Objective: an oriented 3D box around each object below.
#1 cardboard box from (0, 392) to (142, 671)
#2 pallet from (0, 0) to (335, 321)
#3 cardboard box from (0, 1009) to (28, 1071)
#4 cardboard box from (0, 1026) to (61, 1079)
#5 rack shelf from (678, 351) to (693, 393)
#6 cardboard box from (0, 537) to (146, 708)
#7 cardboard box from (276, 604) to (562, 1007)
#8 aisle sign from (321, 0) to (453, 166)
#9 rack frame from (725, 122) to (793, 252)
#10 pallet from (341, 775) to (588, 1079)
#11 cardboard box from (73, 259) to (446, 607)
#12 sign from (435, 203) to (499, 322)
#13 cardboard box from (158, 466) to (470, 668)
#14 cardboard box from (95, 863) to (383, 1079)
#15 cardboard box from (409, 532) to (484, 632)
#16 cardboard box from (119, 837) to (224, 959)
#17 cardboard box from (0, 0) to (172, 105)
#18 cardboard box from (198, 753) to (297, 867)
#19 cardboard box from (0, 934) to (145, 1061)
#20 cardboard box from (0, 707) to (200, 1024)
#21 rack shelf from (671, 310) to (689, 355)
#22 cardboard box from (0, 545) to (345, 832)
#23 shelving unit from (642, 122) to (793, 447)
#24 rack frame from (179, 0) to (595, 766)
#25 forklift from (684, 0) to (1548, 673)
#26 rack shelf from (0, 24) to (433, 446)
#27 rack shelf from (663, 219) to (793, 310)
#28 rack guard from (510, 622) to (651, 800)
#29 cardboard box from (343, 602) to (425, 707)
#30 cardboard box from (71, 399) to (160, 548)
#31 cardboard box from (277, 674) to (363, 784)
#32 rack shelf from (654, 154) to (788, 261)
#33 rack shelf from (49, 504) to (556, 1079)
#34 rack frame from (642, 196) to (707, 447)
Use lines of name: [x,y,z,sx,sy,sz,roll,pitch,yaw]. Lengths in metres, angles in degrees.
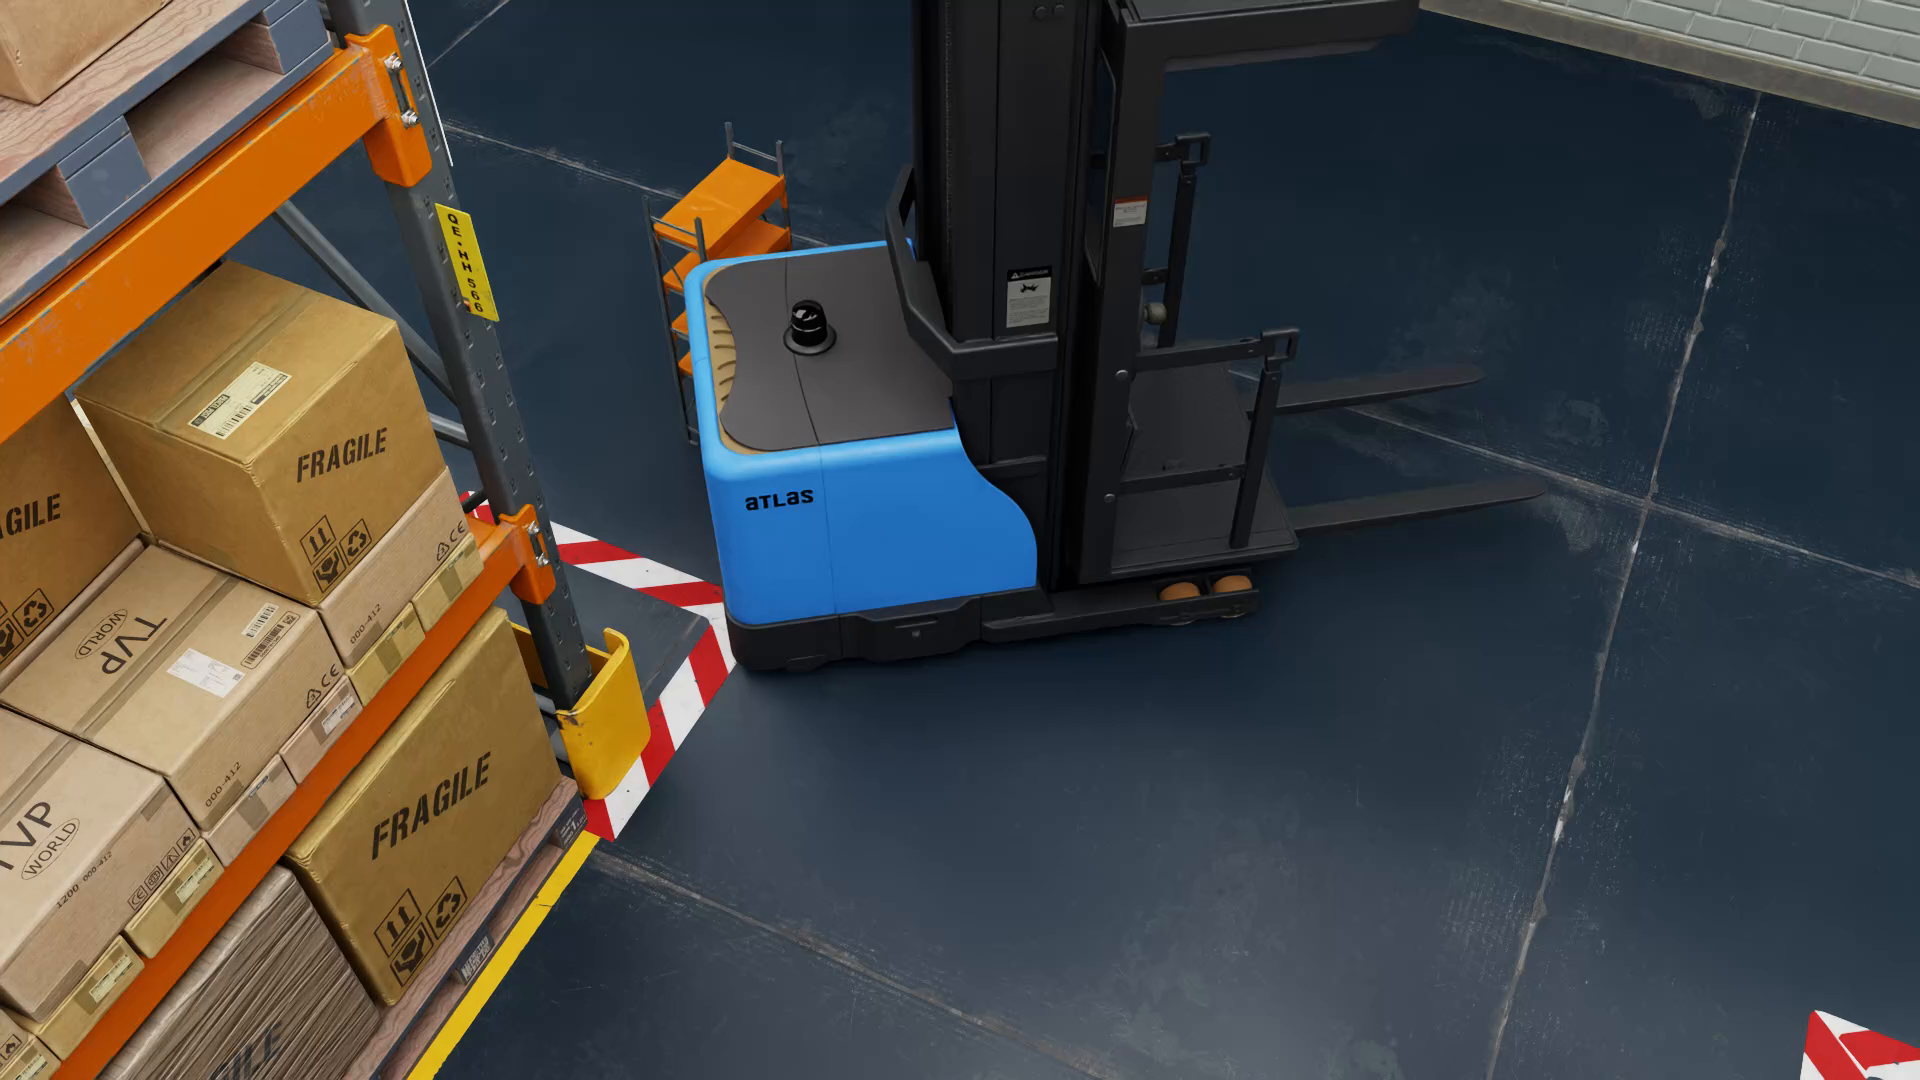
cardboard box: [-2.309,-0.088,3.766,0.500,0.500,0.500,19,52,15]
pallet: [-1.954,-0.813,3.061,1.003,0.211,1.213,20,52,16]
cardboard box: [-2.267,1.048,3.292,0.500,0.250,0.500,20,52,16]
cardboard box: [-2.154,1.102,3.508,0.380,0.149,0.250,21,53,17]
rack shelf: [-0.856,-0.725,6.428,0.258,0.148,0.480,24,54,19]
cardboard box: [-2.312,0.171,4.038,0.500,0.250,0.500,19,52,16]
cardboard box: [-1.848,0.635,4.860,0.875,0.875,0.875,20,52,16]
aisle sign: [-1.344,-1.179,3.576,0.394,0.787,0.004,20,52,16]
rack frame: [-0.733,-1.058,6.362,0.240,1.200,0.015,24,54,19]
pallet: [-1.917,1.096,5.179,1.003,0.211,1.213,20,52,16]
cardboard box: [-1.617,-0.254,3.907,0.500,0.500,0.500,20,53,17]
sign: [-1.162,-0.650,3.918,0.100,0.325,0.005,20,52,16]
cardboard box: [-1.614,-0.012,4.194,0.500,0.250,0.500,19,52,16]
cardboard box: [-2.236,1.262,4.326,0.875,0.875,0.875,20,52,16]
cardboard box: [-1.501,0.050,4.403,0.380,0.149,0.250,21,53,17]
cardboard box: [-1.936,0.753,3.804,0.380,0.149,0.250,19,52,15]
cardboard box: [-1.820,-1.182,2.909,0.700,0.500,0.500,17,52,14]
cardboard box: [-1.827,0.574,3.957,0.380,0.149,0.250,21,53,17]
cardboard box: [-2.046,0.932,3.652,0.380,0.149,0.250,20,52,16]
cardboard box: [-2.048,0.688,3.598,0.500,0.250,0.500,18,52,15]
rack shelf: [-0.856,-0.854,6.277,0.258,0.148,0.480,24,54,19]
cardboard box: [-1.831,0.337,3.897,0.500,0.250,0.500,19,52,15]
shelving unit: [-0.856,-0.897,6.226,0.258,1.200,0.503,24,54,19]
rack frame: [-1.646,-0.384,4.607,1.000,3.000,0.127,20,52,16]
forklift: [0.616,-1.034,5.205,3.031,2.935,1.130,-8,50,-7]
rack shelf: [-2.501,0.254,2.567,1.077,0.370,4.000,20,52,16]
rack shelf: [-0.856,-0.999,6.107,0.258,0.148,0.480,24,54,19]
rack guard: [-1.636,0.409,5.573,1.175,0.500,0.348,20,52,16]
cardboard box: [-1.610,0.229,4.250,0.380,0.149,0.250,20,53,16]
cardboard box: [-2.096,-0.189,4.345,0.500,0.250,0.500,19,52,15]
cardboard box: [-1.719,0.402,4.103,0.380,0.149,0.250,20,52,16]
rack shelf: [-0.856,-1.152,5.926,0.258,0.148,0.480,24,54,19]
rack shelf: [-2.501,1.226,3.710,1.077,0.370,4.000,20,52,16]
rack frame: [-0.979,-0.737,6.089,0.240,1.200,0.015,24,54,19]
